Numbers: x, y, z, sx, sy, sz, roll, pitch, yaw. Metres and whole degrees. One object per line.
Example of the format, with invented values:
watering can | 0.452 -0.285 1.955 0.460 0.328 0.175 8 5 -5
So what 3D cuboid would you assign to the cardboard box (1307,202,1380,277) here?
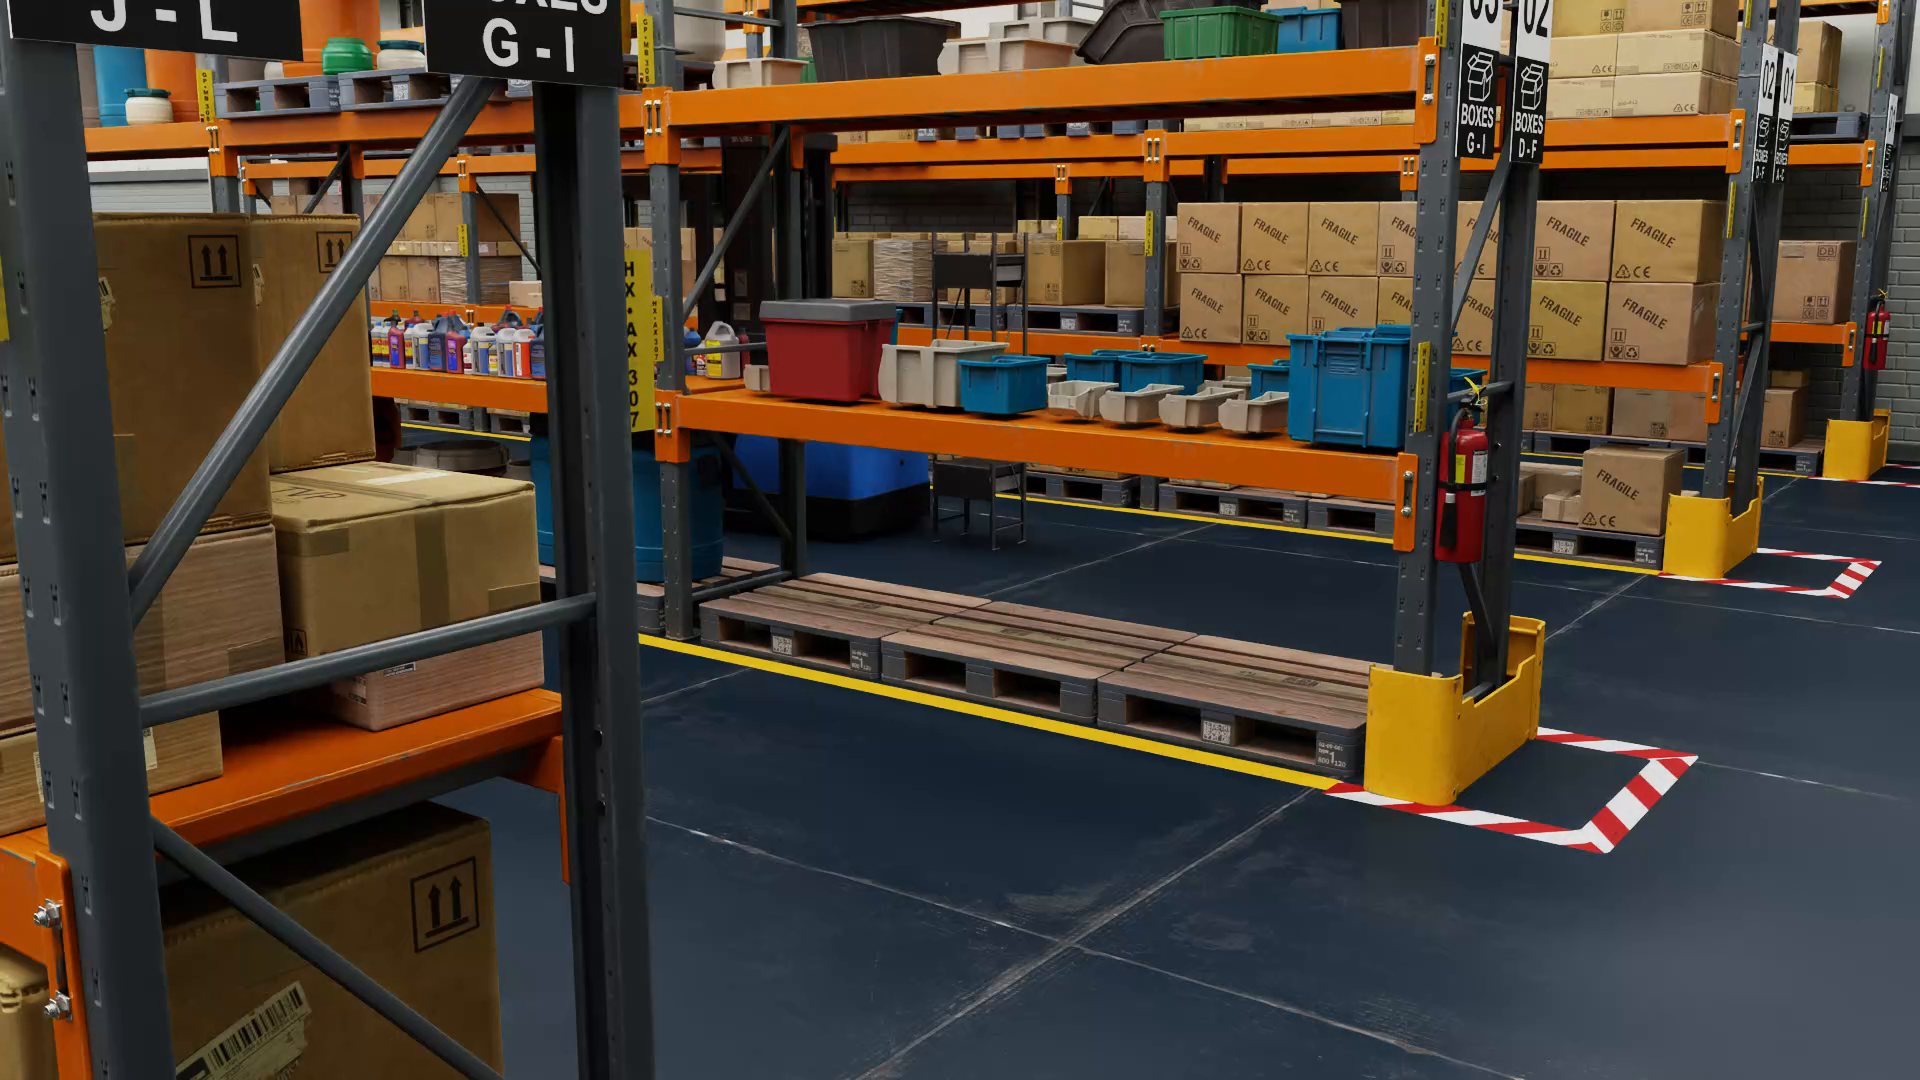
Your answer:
cardboard box | 2.763 -2.102 11.602 0.500 0.500 0.500 7 13 34

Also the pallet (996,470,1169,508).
pallet | 1.041 -0.490 13.510 1.213 0.211 1.003 8 13 36

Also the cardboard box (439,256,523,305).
cardboard box | -5.090 -2.771 17.694 0.500 0.500 0.700 8 13 34

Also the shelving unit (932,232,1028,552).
shelving unit | 0.133 -1.012 11.234 0.503 2.100 0.431 8 13 36

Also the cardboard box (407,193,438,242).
cardboard box | -5.498 -3.465 17.864 0.500 0.500 0.700 8 13 35

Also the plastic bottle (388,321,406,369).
plastic bottle | -3.378 -1.173 10.005 0.133 0.283 0.061 8 13 36

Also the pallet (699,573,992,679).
pallet | -0.600 0.430 8.753 1.213 0.211 1.003 8 13 36

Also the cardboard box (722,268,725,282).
cardboard box | -2.758 -3.432 21.717 0.500 0.250 0.500 8 14 36

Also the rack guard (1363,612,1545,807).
rack guard | 2.035 0.662 6.794 0.348 0.500 1.175 8 13 36

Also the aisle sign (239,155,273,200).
aisle sign | -8.187 -4.360 19.324 0.004 0.787 0.394 8 13 36

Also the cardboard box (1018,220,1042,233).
cardboard box | 0.860 -3.634 19.288 0.250 0.149 0.380 5 12 26

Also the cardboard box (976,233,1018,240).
cardboard box | 0.573 -3.358 19.566 0.500 0.500 0.700 6 13 30

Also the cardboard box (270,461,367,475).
cardboard box | -1.573 -0.033 3.416 0.500 0.250 0.500 8 13 35

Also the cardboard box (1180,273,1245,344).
cardboard box | 1.969 -1.724 12.281 0.500 0.500 0.500 8 14 37

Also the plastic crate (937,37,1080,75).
plastic crate | 0.196 -2.104 7.304 0.530 0.136 0.437 8 13 36

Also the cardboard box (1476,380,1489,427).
cardboard box | 5.190 -1.412 16.406 0.500 0.500 0.700 8 14 36

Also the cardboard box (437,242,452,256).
cardboard box | -5.273 -3.067 17.514 0.250 0.149 0.380 8 13 34

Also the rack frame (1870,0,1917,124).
rack frame | 7.872 -5.028 13.830 0.127 3.000 1.000 8 13 36

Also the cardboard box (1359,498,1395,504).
cardboard box | 3.236 -0.554 11.910 0.637 0.503 0.797 8 13 36

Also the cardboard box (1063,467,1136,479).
cardboard box | 1.152 -0.774 13.058 0.500 0.500 0.500 8 13 35

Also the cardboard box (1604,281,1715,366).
cardboard box | 4.421 -1.382 10.513 0.500 0.500 0.500 8 14 37

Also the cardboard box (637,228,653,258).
cardboard box | -4.012 -3.970 22.523 0.500 0.500 0.500 7 13 34

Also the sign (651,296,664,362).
sign | -1.543 -1.068 8.424 0.005 0.325 0.100 8 13 36

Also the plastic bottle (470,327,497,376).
plastic bottle | -2.721 -1.089 9.588 0.135 0.276 0.152 8 13 36

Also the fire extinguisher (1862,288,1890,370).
fire extinguisher | 7.721 -1.774 13.989 0.183 0.674 0.296 8 13 36

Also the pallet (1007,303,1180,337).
pallet | 1.140 -1.786 13.371 1.213 0.211 1.003 8 13 36

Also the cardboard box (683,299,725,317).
cardboard box | -2.393 -2.159 15.454 0.250 0.149 0.380 8 13 36

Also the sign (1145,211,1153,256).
sign | 1.394 -2.257 12.251 0.005 0.325 0.100 8 13 36

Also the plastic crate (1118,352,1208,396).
plastic crate | 0.943 -0.740 7.739 0.300 0.233 0.416 8 13 36

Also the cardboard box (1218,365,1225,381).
cardboard box | 2.642 -1.931 18.168 0.750 0.750 0.750 8 13 35

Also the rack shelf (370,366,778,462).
rack shelf | -2.828 -0.888 10.115 4.000 0.370 1.077 8 13 36

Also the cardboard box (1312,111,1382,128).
cardboard box | 2.767 -2.967 11.467 0.500 0.250 0.500 8 13 36

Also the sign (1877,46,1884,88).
sign | 7.540 -3.870 13.617 0.005 0.325 0.100 8 13 36

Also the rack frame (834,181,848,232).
rack frame | -1.800 -3.432 21.373 0.127 3.000 1.000 8 13 36

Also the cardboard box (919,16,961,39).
cardboard box | -0.335 -4.072 13.886 0.500 0.500 0.500 8 13 36

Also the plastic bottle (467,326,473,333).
plastic bottle | -3.201 -1.292 10.832 0.097 0.201 0.097 0 11 0

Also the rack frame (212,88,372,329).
rack frame | -4.440 -1.466 11.209 0.127 3.000 1.000 8 13 36

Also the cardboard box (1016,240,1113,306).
cardboard box | 0.878 -2.184 13.554 0.700 0.500 0.500 -11 15 -44

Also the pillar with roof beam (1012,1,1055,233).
pillar with roof beam | -1.660 -5.547 16.512 0.400 9.000 9.100 8 13 36

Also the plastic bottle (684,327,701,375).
plastic bottle | -1.549 -1.096 9.634 0.097 0.271 0.097 0 11 0

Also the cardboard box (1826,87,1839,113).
cardboard box | 7.429 -3.857 14.698 0.500 0.250 0.500 9 14 38

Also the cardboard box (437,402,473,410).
cardboard box | -5.232 -1.548 17.769 0.500 0.250 0.500 8 13 36

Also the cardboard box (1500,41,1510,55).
cardboard box | 3.574 -3.100 10.840 0.500 0.250 0.500 8 13 36

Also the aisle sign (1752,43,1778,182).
aisle sign | 4.817 -2.546 9.948 0.004 0.787 0.394 8 13 36

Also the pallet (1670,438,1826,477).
pallet | 7.182 -0.792 15.067 1.213 0.211 1.003 8 13 36

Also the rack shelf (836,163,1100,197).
rack shelf | -0.188 -4.327 19.994 4.000 0.370 1.077 8 13 36

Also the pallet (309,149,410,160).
pallet | -6.411 -4.332 18.359 1.213 0.211 1.003 8 13 36

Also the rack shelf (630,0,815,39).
rack shelf | -3.117 -4.844 15.825 4.000 0.370 1.077 8 13 36

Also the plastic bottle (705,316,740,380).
plastic bottle | -1.340 -1.086 9.374 0.185 0.351 0.144 8 13 36

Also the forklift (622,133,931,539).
forklift | -1.749 -1.628 12.230 3.031 2.935 1.130 6 13 29

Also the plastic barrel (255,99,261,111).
plastic barrel | -4.669 -2.882 11.042 0.294 0.245 0.294 0 11 0

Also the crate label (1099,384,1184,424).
crate label | 0.780 -0.593 7.232 0.243 0.136 0.396 8 13 36

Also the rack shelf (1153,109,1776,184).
rack shelf | 3.331 -2.669 11.423 4.000 0.370 1.077 8 13 36

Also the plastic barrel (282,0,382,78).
plastic barrel | -3.984 -3.291 10.511 0.708 0.830 0.600 8 13 36

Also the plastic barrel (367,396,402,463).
plastic barrel | -4.035 -0.554 11.104 0.708 0.830 0.600 8 13 36

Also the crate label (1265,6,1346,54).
crate label | 1.456 -2.119 7.081 0.502 0.251 0.408 8 13 36

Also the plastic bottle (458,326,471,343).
plastic bottle | -2.902 -1.120 9.760 0.097 0.271 0.097 0 11 0
